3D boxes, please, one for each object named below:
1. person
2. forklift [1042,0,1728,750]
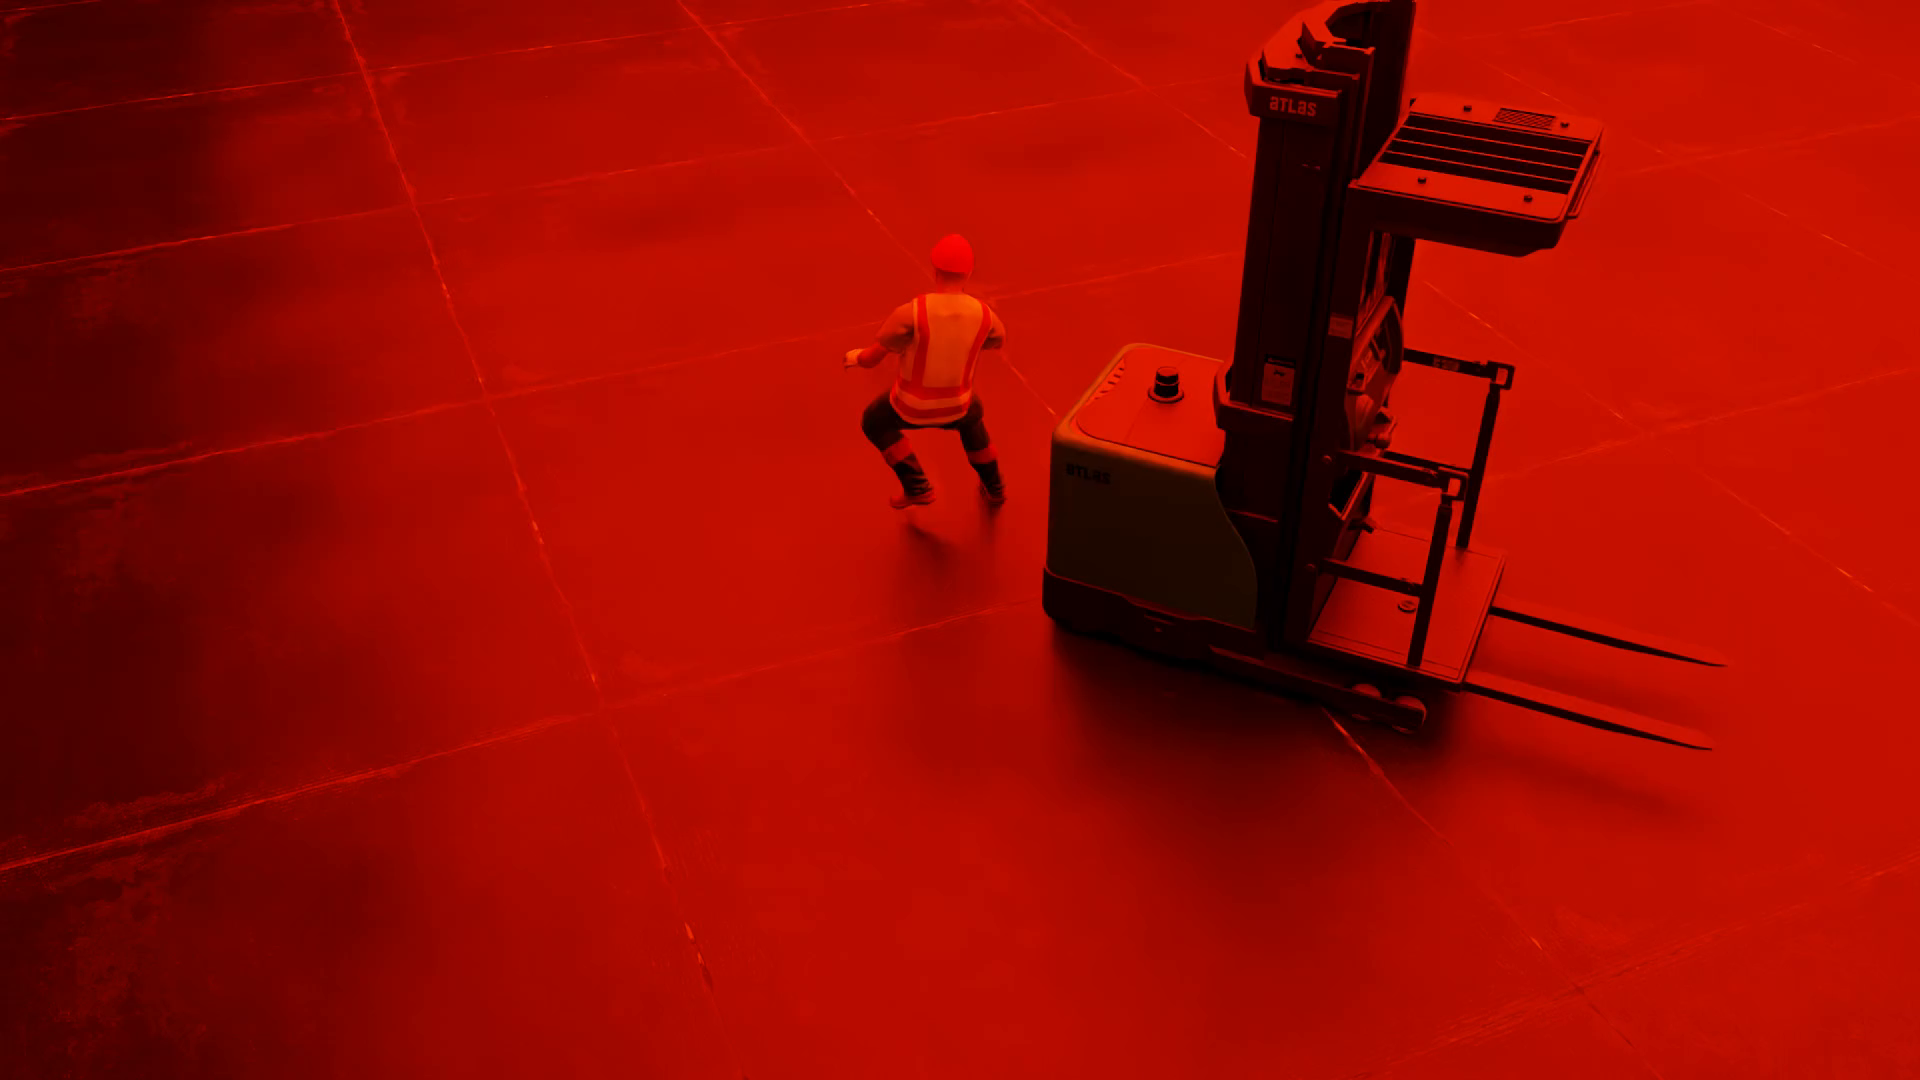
[{"bbox_3d":[-0.139,-0.820,8.383,0.874,1.627,0.691,-10,37,-14],"label":"person"},{"bbox_3d":[1.954,-0.686,7.063,3.031,2.935,1.130,16,38,21],"label":"forklift"}]
